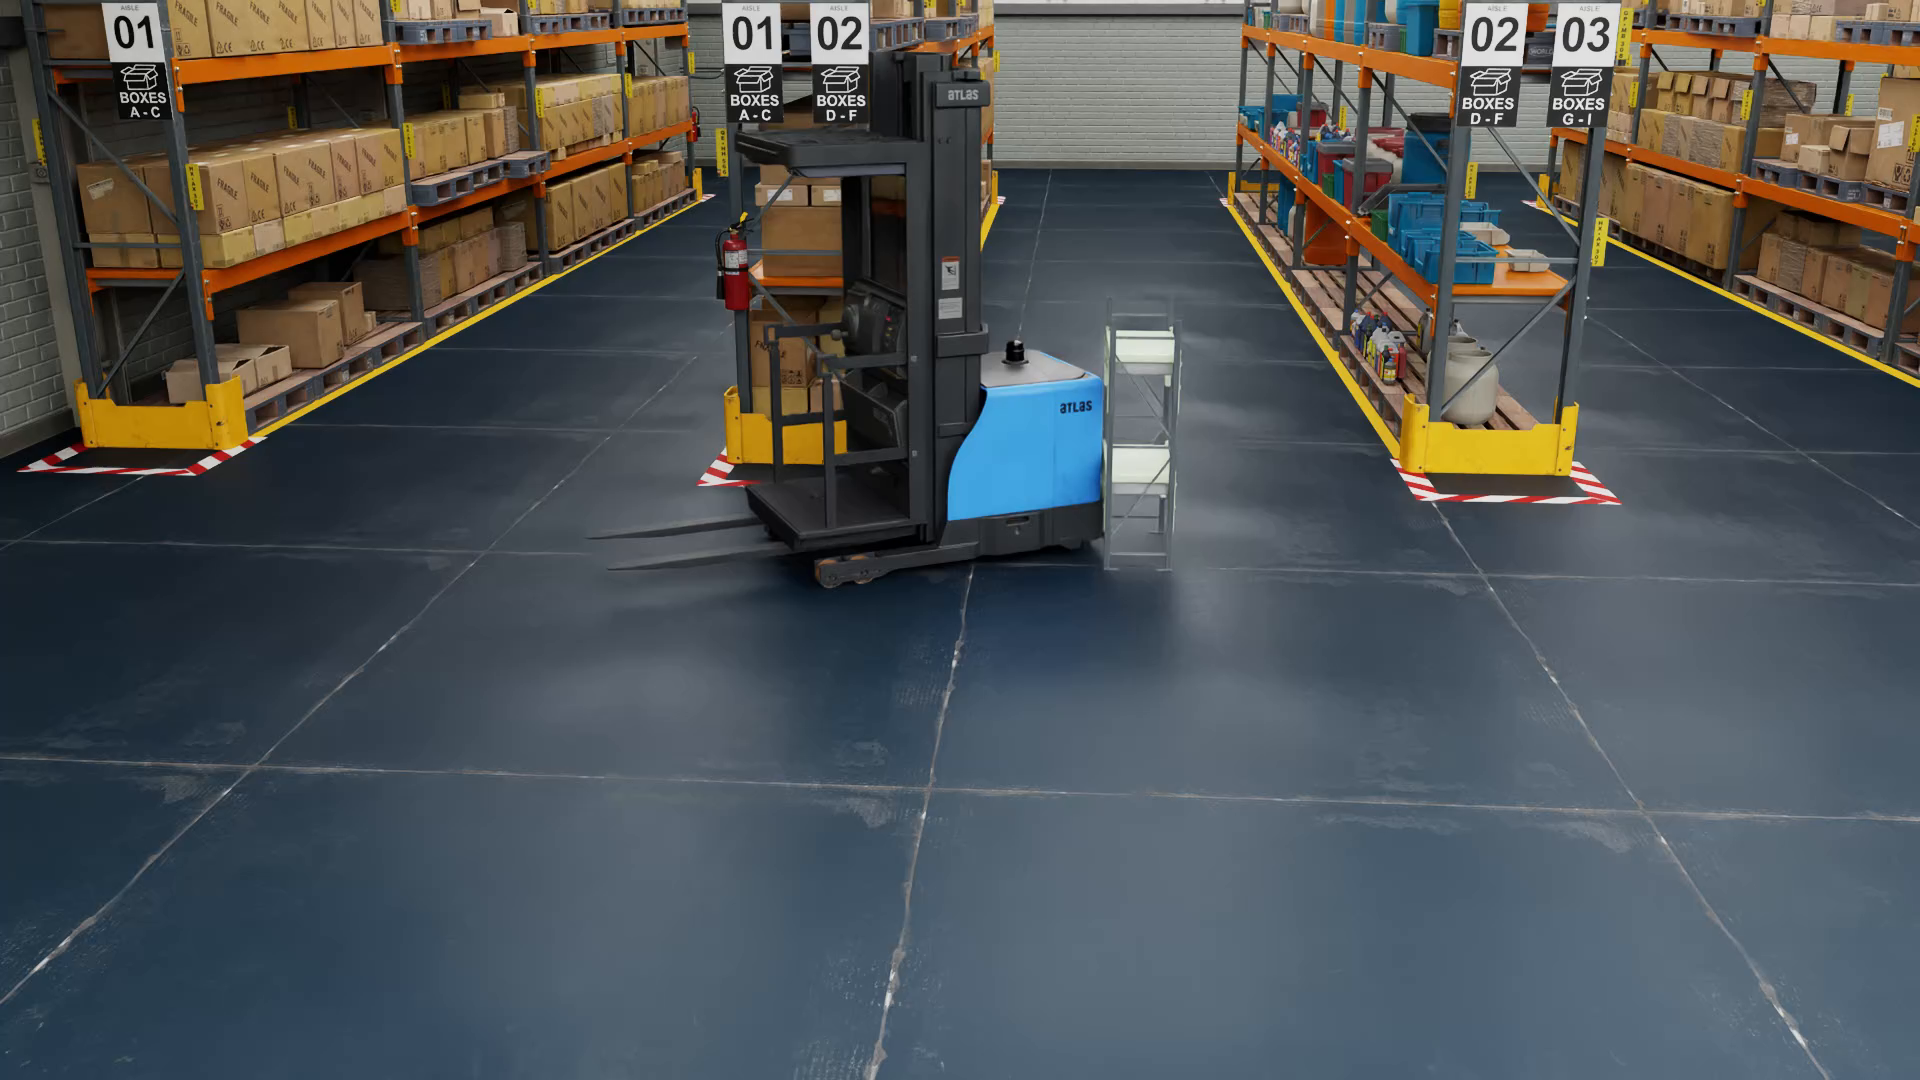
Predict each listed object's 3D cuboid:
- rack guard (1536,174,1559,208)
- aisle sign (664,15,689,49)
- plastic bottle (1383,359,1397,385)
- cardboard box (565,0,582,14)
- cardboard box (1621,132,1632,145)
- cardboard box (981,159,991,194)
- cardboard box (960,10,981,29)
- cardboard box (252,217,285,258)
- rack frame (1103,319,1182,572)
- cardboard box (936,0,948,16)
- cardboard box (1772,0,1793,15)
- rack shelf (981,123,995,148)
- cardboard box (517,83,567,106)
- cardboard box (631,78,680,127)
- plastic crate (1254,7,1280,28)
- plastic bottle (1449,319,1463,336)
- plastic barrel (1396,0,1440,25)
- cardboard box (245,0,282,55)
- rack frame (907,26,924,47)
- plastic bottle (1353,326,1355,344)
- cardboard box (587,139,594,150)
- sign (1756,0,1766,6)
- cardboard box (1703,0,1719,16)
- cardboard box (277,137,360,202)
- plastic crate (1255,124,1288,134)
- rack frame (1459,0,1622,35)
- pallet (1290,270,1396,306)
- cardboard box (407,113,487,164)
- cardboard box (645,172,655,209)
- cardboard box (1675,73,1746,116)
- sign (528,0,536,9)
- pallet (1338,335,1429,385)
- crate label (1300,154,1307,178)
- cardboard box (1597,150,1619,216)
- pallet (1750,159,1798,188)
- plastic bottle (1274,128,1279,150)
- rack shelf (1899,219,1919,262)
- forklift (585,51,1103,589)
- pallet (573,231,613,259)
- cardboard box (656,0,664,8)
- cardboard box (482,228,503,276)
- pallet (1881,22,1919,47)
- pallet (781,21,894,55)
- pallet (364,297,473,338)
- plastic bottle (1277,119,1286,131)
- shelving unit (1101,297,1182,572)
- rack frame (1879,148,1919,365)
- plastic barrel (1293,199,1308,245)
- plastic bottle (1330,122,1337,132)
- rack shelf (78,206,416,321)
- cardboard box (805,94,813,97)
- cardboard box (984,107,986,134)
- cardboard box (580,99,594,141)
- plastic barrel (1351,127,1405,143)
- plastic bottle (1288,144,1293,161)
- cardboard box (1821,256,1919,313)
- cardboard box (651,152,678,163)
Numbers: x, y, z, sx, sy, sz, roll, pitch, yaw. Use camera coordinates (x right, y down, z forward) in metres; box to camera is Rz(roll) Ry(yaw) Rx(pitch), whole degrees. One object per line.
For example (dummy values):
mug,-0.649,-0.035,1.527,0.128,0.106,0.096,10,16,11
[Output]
rack guard,9.914,-5.601,26.713,1.175,0.500,0.348,1,18,4
aisle sign,-4.605,-8.364,26.956,0.394,0.787,0.004,1,18,4
plastic bottle,3.520,-1.382,13.610,0.097,0.201,0.097,0,18,0
cardboard box,-5.344,-7.107,21.612,0.700,0.500,0.500,1,18,3
cardboard box,9.321,-5.521,22.860,0.380,0.149,0.250,1,18,4
cardboard box,0.239,-5.850,26.768,0.500,0.500,0.500,1,18,4
cardboard box,0.027,-7.261,23.188,0.500,0.250,0.500,1,18,4
cardboard box,-5.682,-2.388,13.102,0.500,0.250,0.500,1,18,2
rack frame,1.053,-0.533,9.640,0.400,1.500,0.023,1,18,3
cardboard box,-0.544,-6.128,19.329,0.910,0.500,0.500,1,18,4
cardboard box,9.049,-5.867,17.729,0.500,0.500,0.500,1,18,4
rack shelf,-0.111,-6.040,25.195,1.077,0.370,4.000,1,18,4
cardboard box,-5.155,-5.485,20.471,0.500,0.250,0.500,1,18,3
cardboard box,-4.977,-6.871,26.092,0.980,0.700,0.700,1,18,3
plastic crate,4.506,-7.579,24.110,0.437,0.282,0.530,1,18,4
plastic bottle,4.316,-1.749,14.490,0.144,0.351,0.185,1,18,4
plastic barrel,3.934,-4.721,13.717,0.600,0.901,0.708,1,18,4
cardboard box,-5.676,-4.052,12.961,0.500,0.500,0.500,2,18,6
rack frame,-0.828,-3.276,15.605,1.000,3.000,0.127,1,18,4
plastic bottle,3.637,-1.892,15.166,0.097,0.201,0.097,0,18,0
cardboard box,-5.073,-5.256,22.017,0.380,0.149,0.250,1,18,2
sign,8.786,-6.020,18.204,0.100,0.325,0.005,1,18,4
cardboard box,9.464,-6.605,20.107,0.797,0.503,0.637,1,18,3
cardboard box,-5.572,-3.215,14.423,0.500,0.500,0.500,1,18,2
plastic crate,4.498,-5.901,23.959,0.437,0.125,0.590,1,18,4
rack frame,3.825,-4.773,10.538,1.000,3.000,0.127,1,18,4
pallet,4.305,-2.842,18.758,1.003,0.211,1.213,1,18,4
cardboard box,-5.574,-4.351,18.018,0.700,0.500,0.500,1,18,4
cardboard box,-5.001,-5.268,25.023,0.700,0.500,0.500,1,18,3
cardboard box,9.527,-5.652,21.082,0.797,0.503,0.637,1,18,5
sign,-4.942,-6.287,19.144,0.100,0.325,0.005,1,18,4
pallet,4.022,-1.632,15.064,1.003,0.211,1.213,1,18,4
crate label,3.995,-4.205,18.708,0.303,0.233,0.416,1,18,4
cardboard box,9.817,-5.211,24.248,0.875,0.875,0.875,1,18,4
pallet,9.394,-3.982,18.065,1.213,0.211,1.003,1,18,4
plastic bottle,4.210,-5.304,21.999,0.097,0.271,0.097,0,18,0
rack shelf,8.909,-2.091,13.143,1.077,0.370,4.000,1,18,4
forklift,-0.689,-1.300,9.682,3.031,2.935,1.130,-8,20,-22
pallet,-5.261,-3.924,22.060,1.003,0.211,1.213,1,18,4
cardboard box,-4.766,-8.157,25.089,0.500,0.250,0.500,1,18,2
cardboard box,-5.635,-3.267,18.885,0.700,0.500,0.500,1,18,4
pallet,9.203,-4.580,15.067,1.213,0.211,1.003,1,18,4
pallet,-1.039,-3.637,12.029,1.003,0.211,1.213,1,18,4
pallet,-5.715,-2.303,17.111,1.003,0.211,1.213,1,18,4
plastic bottle,4.334,-5.511,22.505,0.144,0.351,0.185,1,18,4
shelving unit,1.074,-0.647,9.988,0.431,1.500,0.755,1,18,3
rack frame,9.052,-3.054,14.927,1.000,3.000,0.127,1,18,4
plastic barrel,4.498,-3.964,20.901,0.600,0.588,0.708,1,18,4
plastic bottle,4.946,-5.333,21.961,0.144,0.351,0.185,1,18,4
rack shelf,-5.913,-2.423,14.155,1.077,0.370,4.000,1,18,4
cardboard box,-0.925,-3.490,14.013,0.700,0.500,0.500,1,18,4
cardboard box,0.125,-6.275,24.596,0.500,0.500,0.500,1,18,4
cardboard box,-5.080,-5.450,21.568,0.500,0.500,0.500,2,18,5
plastic barrel,4.668,-4.321,18.574,0.600,0.536,0.708,1,18,4
plastic bottle,4.094,-4.767,20.471,0.097,0.201,0.097,0,18,0
cardboard box,9.210,-2.587,16.809,0.700,0.500,0.500,0,18,-1
cardboard box,-4.705,-6.090,26.489,0.380,0.149,0.250,2,18,5
